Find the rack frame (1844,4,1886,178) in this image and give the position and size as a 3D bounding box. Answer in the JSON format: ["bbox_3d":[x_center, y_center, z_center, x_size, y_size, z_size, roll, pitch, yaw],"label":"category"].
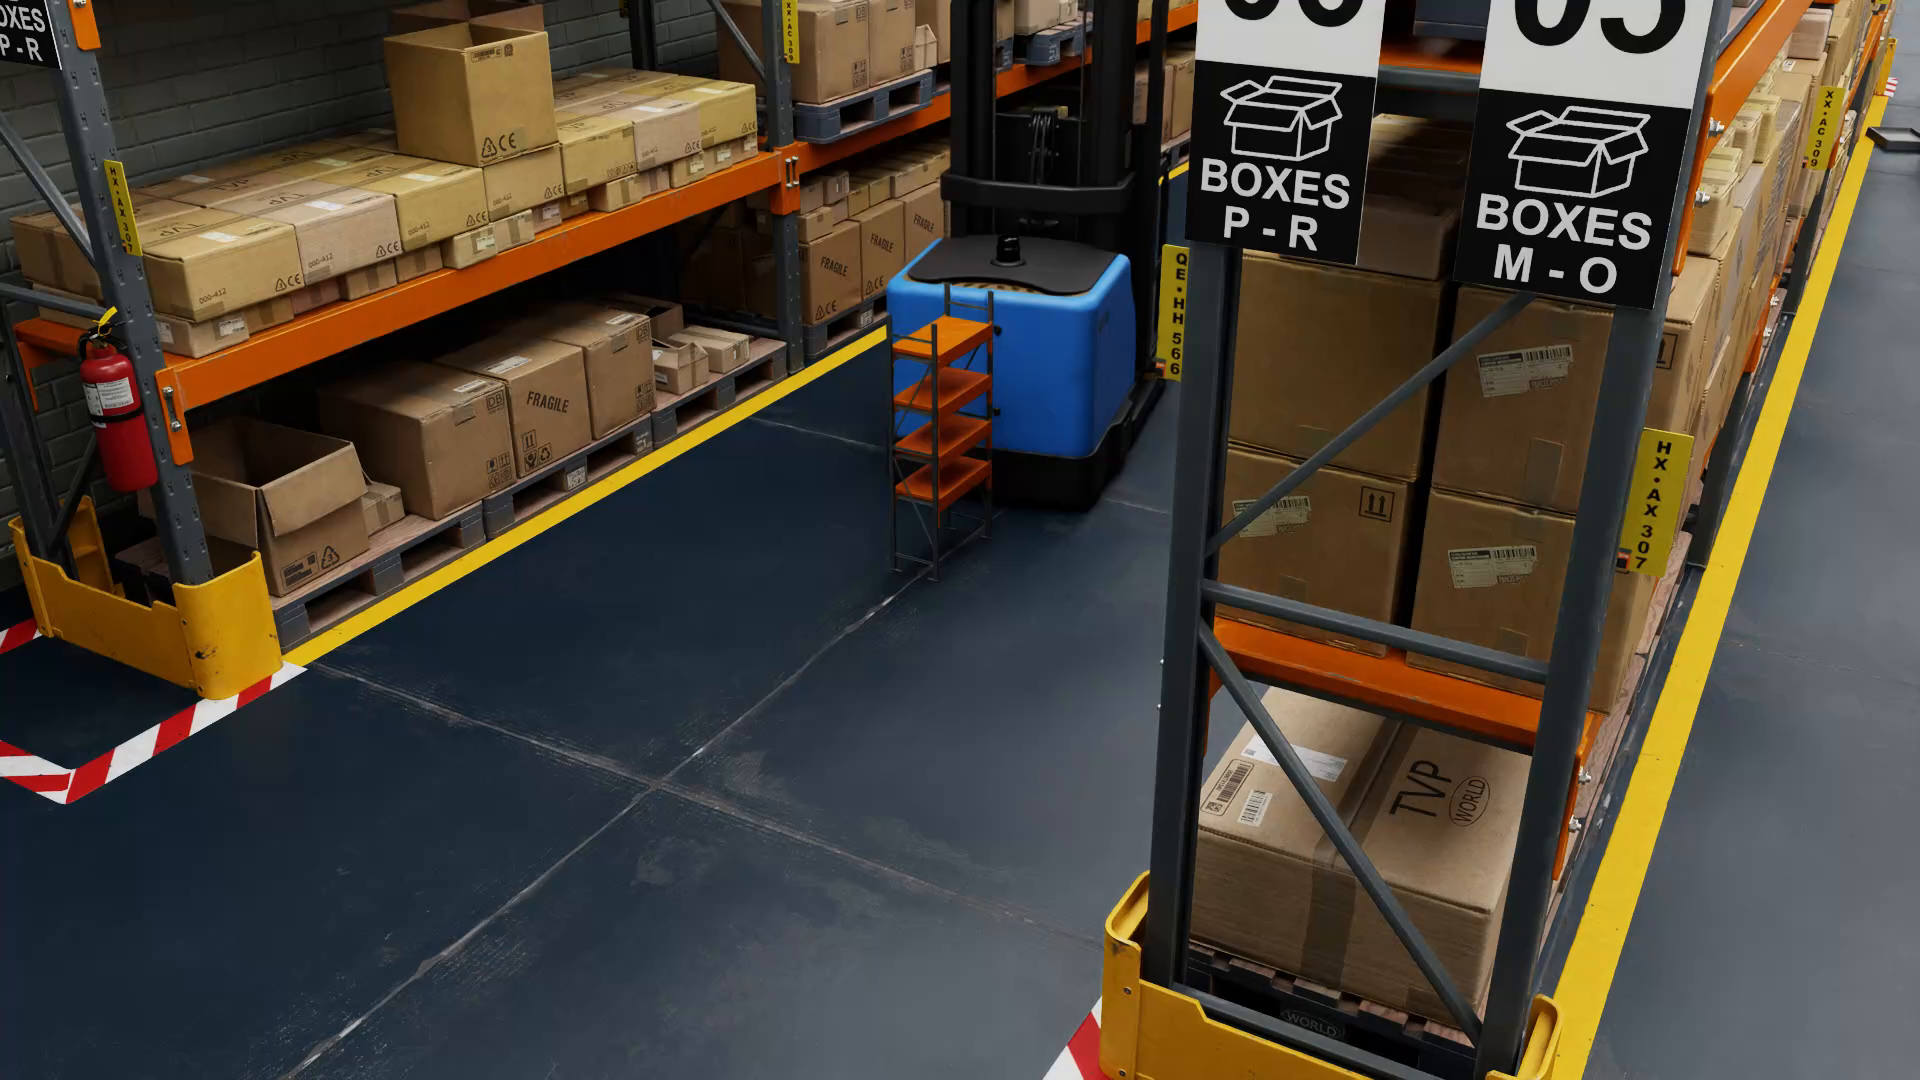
[{"bbox_3d":[6.881,-4.455,13.298,1.000,3.000,0.127,14,30,26],"label":"rack frame"}]

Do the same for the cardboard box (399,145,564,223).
[{"bbox_3d":[-2.160,-1.652,7.534,0.500,0.250,0.500,13,30,25],"label":"cardboard box"}]

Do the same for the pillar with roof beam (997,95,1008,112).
[{"bbox_3d":[4.195,-6.429,10.539,9.100,9.000,0.400,14,30,26],"label":"pillar with roof beam"}]

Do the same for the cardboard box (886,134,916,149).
[{"bbox_3d":[-0.527,-2.697,11.386,0.380,0.149,0.250,14,30,26],"label":"cardboard box"}]

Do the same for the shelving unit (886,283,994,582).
[{"bbox_3d":[-0.081,-0.472,7.353,0.258,1.200,0.503,14,30,26],"label":"shelving unit"}]

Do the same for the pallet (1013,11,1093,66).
[{"bbox_3d":[0.318,-3.622,11.849,1.213,0.211,1.003,14,30,26],"label":"pallet"}]

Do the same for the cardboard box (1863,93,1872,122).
[{"bbox_3d":[7.660,-3.794,14.581,0.500,0.250,0.500,16,31,29],"label":"cardboard box"}]

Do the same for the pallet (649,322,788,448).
[{"bbox_3d":[-1.716,-0.914,9.340,1.003,0.211,1.213,14,30,26],"label":"pallet"}]

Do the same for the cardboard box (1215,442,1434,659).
[{"bbox_3d":[0.985,-0.069,4.425,0.500,0.500,0.500,14,30,26],"label":"cardboard box"}]

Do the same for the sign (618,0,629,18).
[{"bbox_3d":[-1.862,-3.067,9.233,0.100,0.325,0.005,14,30,26],"label":"sign"}]

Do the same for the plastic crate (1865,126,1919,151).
[{"bbox_3d":[8.368,-3.580,14.813,0.402,0.080,0.583,4,27,8],"label":"plastic crate"}]

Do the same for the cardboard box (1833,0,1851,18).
[{"bbox_3d":[3.639,-2.141,7.448,0.500,0.500,0.500,14,30,26],"label":"cardboard box"}]

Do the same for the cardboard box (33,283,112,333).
[{"bbox_3d":[-3.416,-0.946,6.569,0.380,0.149,0.250,14,30,26],"label":"cardboard box"}]

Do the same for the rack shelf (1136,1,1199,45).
[{"bbox_3d":[1.574,-4.445,14.083,1.077,0.370,4.000,14,30,26],"label":"rack shelf"}]

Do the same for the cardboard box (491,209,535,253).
[{"bbox_3d":[-2.156,-1.423,7.523,0.380,0.149,0.250,15,30,27],"label":"cardboard box"}]

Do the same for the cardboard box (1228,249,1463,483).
[{"bbox_3d":[1.008,-0.510,4.189,0.500,0.500,0.500,15,30,28],"label":"cardboard box"}]

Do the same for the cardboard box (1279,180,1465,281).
[{"bbox_3d":[0.980,-0.744,3.932,0.380,0.149,0.250,15,30,27],"label":"cardboard box"}]

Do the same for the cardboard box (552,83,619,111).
[{"bbox_3d":[-2.097,-2.164,8.557,0.500,0.250,0.500,14,30,26],"label":"cardboard box"}]

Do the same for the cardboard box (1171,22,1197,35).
[{"bbox_3d":[2.311,-4.466,15.505,0.875,0.625,0.625,16,31,28],"label":"cardboard box"}]

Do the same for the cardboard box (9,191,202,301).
[{"bbox_3d":[-3.350,-1.173,6.578,0.500,0.250,0.500,15,30,28],"label":"cardboard box"}]

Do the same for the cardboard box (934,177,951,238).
[{"bbox_3d":[-0.180,-2.241,11.200,0.500,0.500,0.500,13,29,24],"label":"cardboard box"}]

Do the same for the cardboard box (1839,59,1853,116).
[{"bbox_3d":[4.413,-2.403,8.808,0.500,0.250,0.500,13,30,25],"label":"cardboard box"}]

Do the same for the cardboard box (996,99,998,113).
[{"bbox_3d":[0.062,-3.213,12.416,0.380,0.149,0.250,16,31,29],"label":"cardboard box"}]

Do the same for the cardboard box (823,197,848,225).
[{"bbox_3d":[-0.900,-1.995,9.983,0.380,0.149,0.250,13,30,25],"label":"cardboard box"}]

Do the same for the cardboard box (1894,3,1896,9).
[{"bbox_3d":[8.434,-4.972,15.372,0.380,0.149,0.250,15,30,27],"label":"cardboard box"}]

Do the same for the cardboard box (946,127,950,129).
[{"bbox_3d":[0.123,-2.800,11.592,0.380,0.149,0.250,15,30,28],"label":"cardboard box"}]

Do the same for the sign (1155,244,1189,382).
[{"bbox_3d":[0.513,-0.527,3.893,0.100,0.325,0.005,14,30,26],"label":"sign"}]

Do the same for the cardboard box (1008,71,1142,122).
[{"bbox_3d":[0.909,-3.353,13.282,0.875,0.625,0.625,15,30,28],"label":"cardboard box"}]

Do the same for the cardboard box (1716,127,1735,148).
[{"bbox_3d":[1.885,-1.052,4.547,0.380,0.149,0.250,15,30,27],"label":"cardboard box"}]

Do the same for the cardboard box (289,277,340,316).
[{"bbox_3d":[-2.761,-1.044,6.766,0.380,0.149,0.250,14,30,25],"label":"cardboard box"}]

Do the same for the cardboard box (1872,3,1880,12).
[{"bbox_3d":[6.506,-3.961,12.124,0.380,0.149,0.250,14,30,27],"label":"cardboard box"}]

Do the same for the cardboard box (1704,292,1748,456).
[{"bbox_3d":[2.187,-0.543,5.372,0.500,0.500,0.500,15,30,28],"label":"cardboard box"}]

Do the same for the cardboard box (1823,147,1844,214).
[{"bbox_3d":[5.934,-2.710,12.279,0.950,0.372,0.625,15,30,28],"label":"cardboard box"}]

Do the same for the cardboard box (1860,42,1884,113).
[{"bbox_3d":[7.407,-3.919,13.992,0.500,0.500,0.500,16,31,28],"label":"cardboard box"}]

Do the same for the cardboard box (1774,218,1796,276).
[{"bbox_3d":[3.392,-1.383,7.330,0.500,0.250,0.500,13,30,25],"label":"cardboard box"}]

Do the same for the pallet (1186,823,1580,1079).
[{"bbox_3d":[1.303,1.140,5.237,1.003,0.211,1.213,14,30,26],"label":"pallet"}]

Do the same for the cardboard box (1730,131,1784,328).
[{"bbox_3d":[2.201,-0.994,5.156,0.500,0.500,0.500,14,30,26],"label":"cardboard box"}]

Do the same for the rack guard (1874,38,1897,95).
[{"bbox_3d":[8.812,-4.866,16.913,1.175,0.500,0.348,14,30,26],"label":"rack guard"}]

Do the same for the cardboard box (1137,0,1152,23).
[{"bbox_3d":[1.273,-4.234,13.025,0.500,0.250,0.500,14,30,25],"label":"cardboard box"}]

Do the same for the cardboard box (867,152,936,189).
[{"bbox_3d":[-0.382,-2.392,10.777,0.380,0.149,0.250,15,30,28],"label":"cardboard box"}]

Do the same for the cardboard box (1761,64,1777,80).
[{"bbox_3d":[2.388,-1.444,5.331,0.380,0.149,0.250,14,30,25],"label":"cardboard box"}]

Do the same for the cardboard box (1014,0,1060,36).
[{"bbox_3d":[0.353,-3.626,11.340,0.500,0.250,0.500,13,29,24],"label":"cardboard box"}]

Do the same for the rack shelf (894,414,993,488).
[{"bbox_3d":[-0.081,-0.412,7.383,0.258,0.148,0.480,14,30,26],"label":"rack shelf"}]

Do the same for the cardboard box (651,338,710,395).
[{"bbox_3d":[-1.571,-0.973,8.927,0.396,0.266,0.258,15,30,28],"label":"cardboard box"}]

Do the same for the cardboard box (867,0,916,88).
[{"bbox_3d":[-0.690,-3.002,9.815,0.700,0.500,0.500,15,30,27],"label":"cardboard box"}]

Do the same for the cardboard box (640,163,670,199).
[{"bbox_3d":[-1.683,-1.827,8.330,0.380,0.149,0.250,15,30,27],"label":"cardboard box"}]

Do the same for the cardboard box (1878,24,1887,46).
[{"bbox_3d":[7.520,-4.244,13.918,0.380,0.149,0.250,15,30,27],"label":"cardboard box"}]

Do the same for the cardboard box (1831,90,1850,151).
[{"bbox_3d":[4.653,-2.372,9.305,0.500,0.250,0.500,15,30,27],"label":"cardboard box"}]

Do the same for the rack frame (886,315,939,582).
[{"bbox_3d":[-0.201,-0.377,7.163,0.240,1.200,0.015,14,30,26],"label":"rack frame"}]

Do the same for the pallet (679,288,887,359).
[{"bbox_3d":[-1.010,-1.507,10.524,1.003,0.211,1.213,14,30,26],"label":"pallet"}]

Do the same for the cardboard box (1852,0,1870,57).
[{"bbox_3d":[4.642,-2.927,9.017,0.500,0.500,0.500,15,30,27],"label":"cardboard box"}]

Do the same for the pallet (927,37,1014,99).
[{"bbox_3d":[-0.362,-3.143,10.891,1.003,0.211,1.213,14,30,26],"label":"pallet"}]

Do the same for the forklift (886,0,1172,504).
[{"bbox_3d":[0.557,-2.122,8.716,1.130,2.935,3.031,8,28,15],"label":"forklift"}]

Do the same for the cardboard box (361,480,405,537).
[{"bbox_3d":[-2.719,-0.157,7.429,0.380,0.149,0.250,13,29,24],"label":"cardboard box"}]
